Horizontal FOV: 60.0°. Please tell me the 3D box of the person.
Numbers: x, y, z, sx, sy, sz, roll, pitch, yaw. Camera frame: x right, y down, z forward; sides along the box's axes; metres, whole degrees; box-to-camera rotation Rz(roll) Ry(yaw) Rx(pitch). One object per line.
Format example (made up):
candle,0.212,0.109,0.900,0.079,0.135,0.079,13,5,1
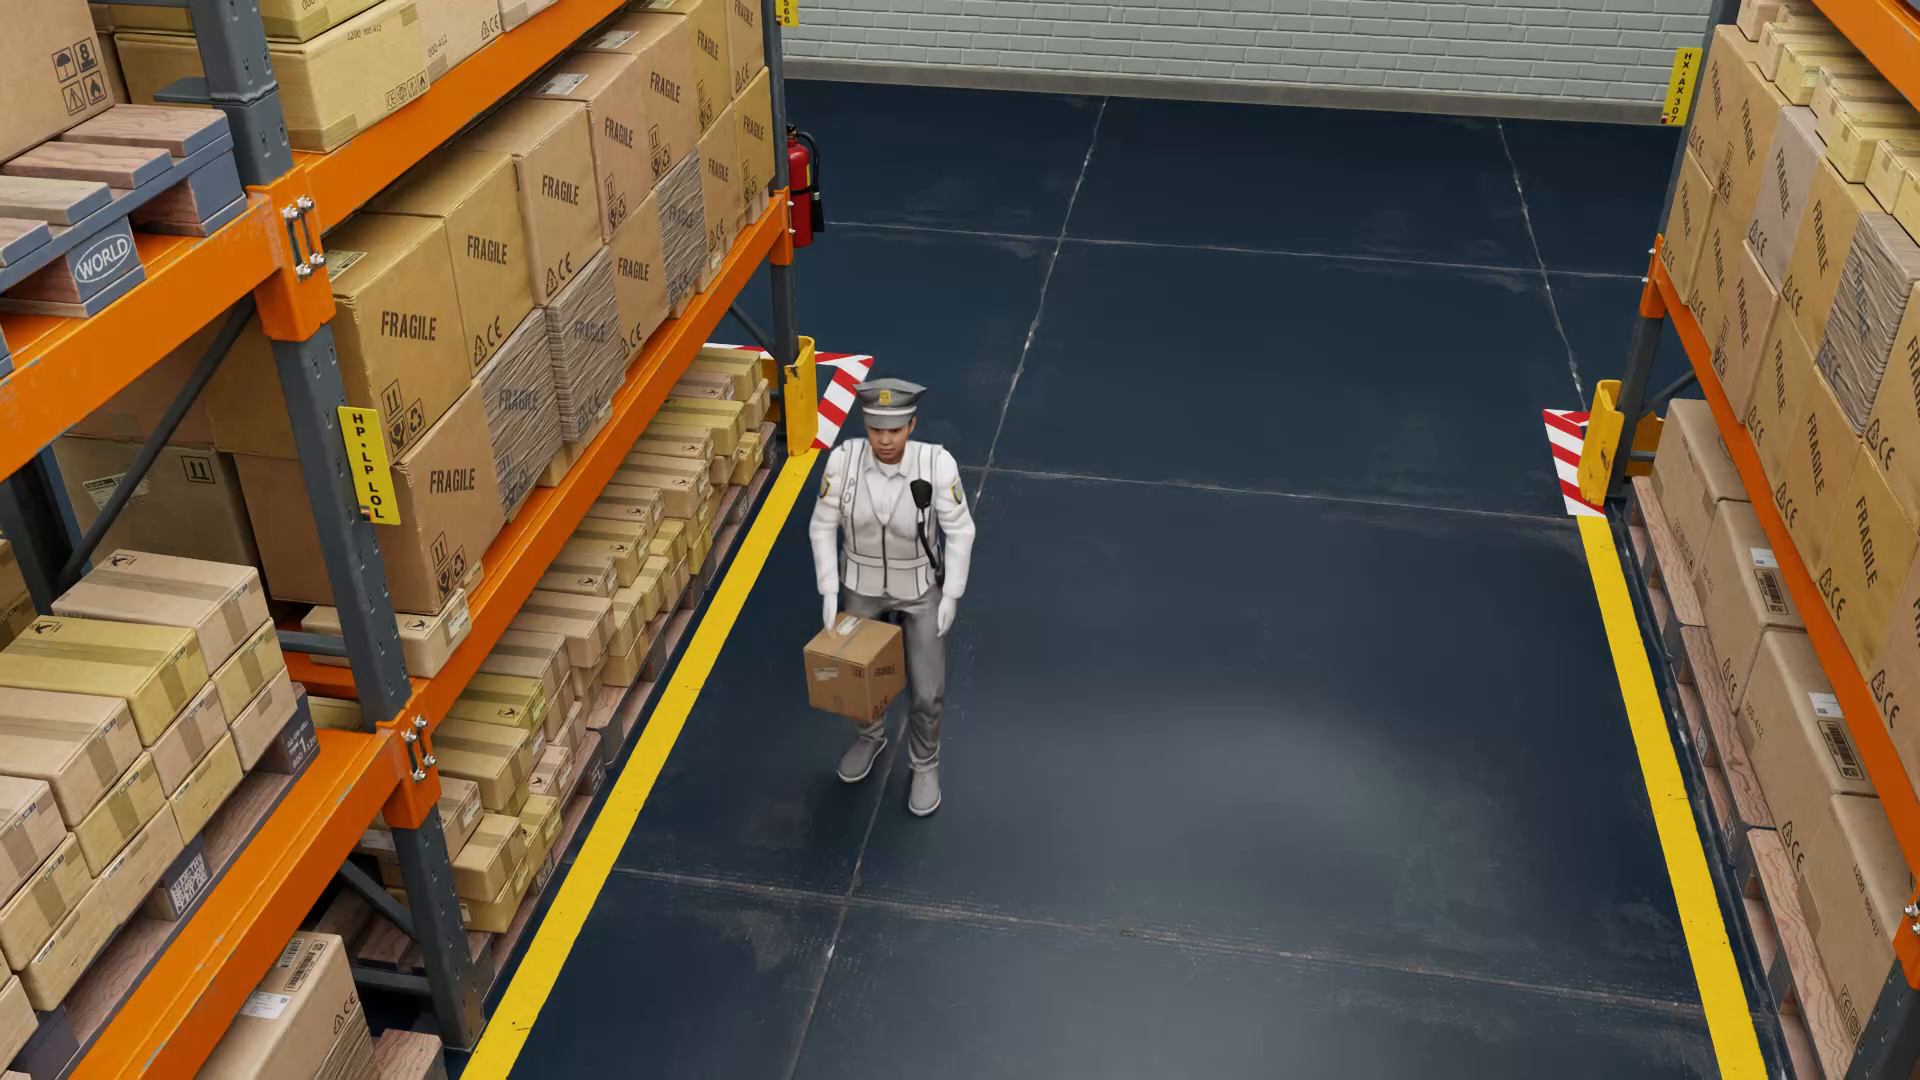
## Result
person,-0.241,0.193,5.815,0.572,1.685,0.442,5,33,7
